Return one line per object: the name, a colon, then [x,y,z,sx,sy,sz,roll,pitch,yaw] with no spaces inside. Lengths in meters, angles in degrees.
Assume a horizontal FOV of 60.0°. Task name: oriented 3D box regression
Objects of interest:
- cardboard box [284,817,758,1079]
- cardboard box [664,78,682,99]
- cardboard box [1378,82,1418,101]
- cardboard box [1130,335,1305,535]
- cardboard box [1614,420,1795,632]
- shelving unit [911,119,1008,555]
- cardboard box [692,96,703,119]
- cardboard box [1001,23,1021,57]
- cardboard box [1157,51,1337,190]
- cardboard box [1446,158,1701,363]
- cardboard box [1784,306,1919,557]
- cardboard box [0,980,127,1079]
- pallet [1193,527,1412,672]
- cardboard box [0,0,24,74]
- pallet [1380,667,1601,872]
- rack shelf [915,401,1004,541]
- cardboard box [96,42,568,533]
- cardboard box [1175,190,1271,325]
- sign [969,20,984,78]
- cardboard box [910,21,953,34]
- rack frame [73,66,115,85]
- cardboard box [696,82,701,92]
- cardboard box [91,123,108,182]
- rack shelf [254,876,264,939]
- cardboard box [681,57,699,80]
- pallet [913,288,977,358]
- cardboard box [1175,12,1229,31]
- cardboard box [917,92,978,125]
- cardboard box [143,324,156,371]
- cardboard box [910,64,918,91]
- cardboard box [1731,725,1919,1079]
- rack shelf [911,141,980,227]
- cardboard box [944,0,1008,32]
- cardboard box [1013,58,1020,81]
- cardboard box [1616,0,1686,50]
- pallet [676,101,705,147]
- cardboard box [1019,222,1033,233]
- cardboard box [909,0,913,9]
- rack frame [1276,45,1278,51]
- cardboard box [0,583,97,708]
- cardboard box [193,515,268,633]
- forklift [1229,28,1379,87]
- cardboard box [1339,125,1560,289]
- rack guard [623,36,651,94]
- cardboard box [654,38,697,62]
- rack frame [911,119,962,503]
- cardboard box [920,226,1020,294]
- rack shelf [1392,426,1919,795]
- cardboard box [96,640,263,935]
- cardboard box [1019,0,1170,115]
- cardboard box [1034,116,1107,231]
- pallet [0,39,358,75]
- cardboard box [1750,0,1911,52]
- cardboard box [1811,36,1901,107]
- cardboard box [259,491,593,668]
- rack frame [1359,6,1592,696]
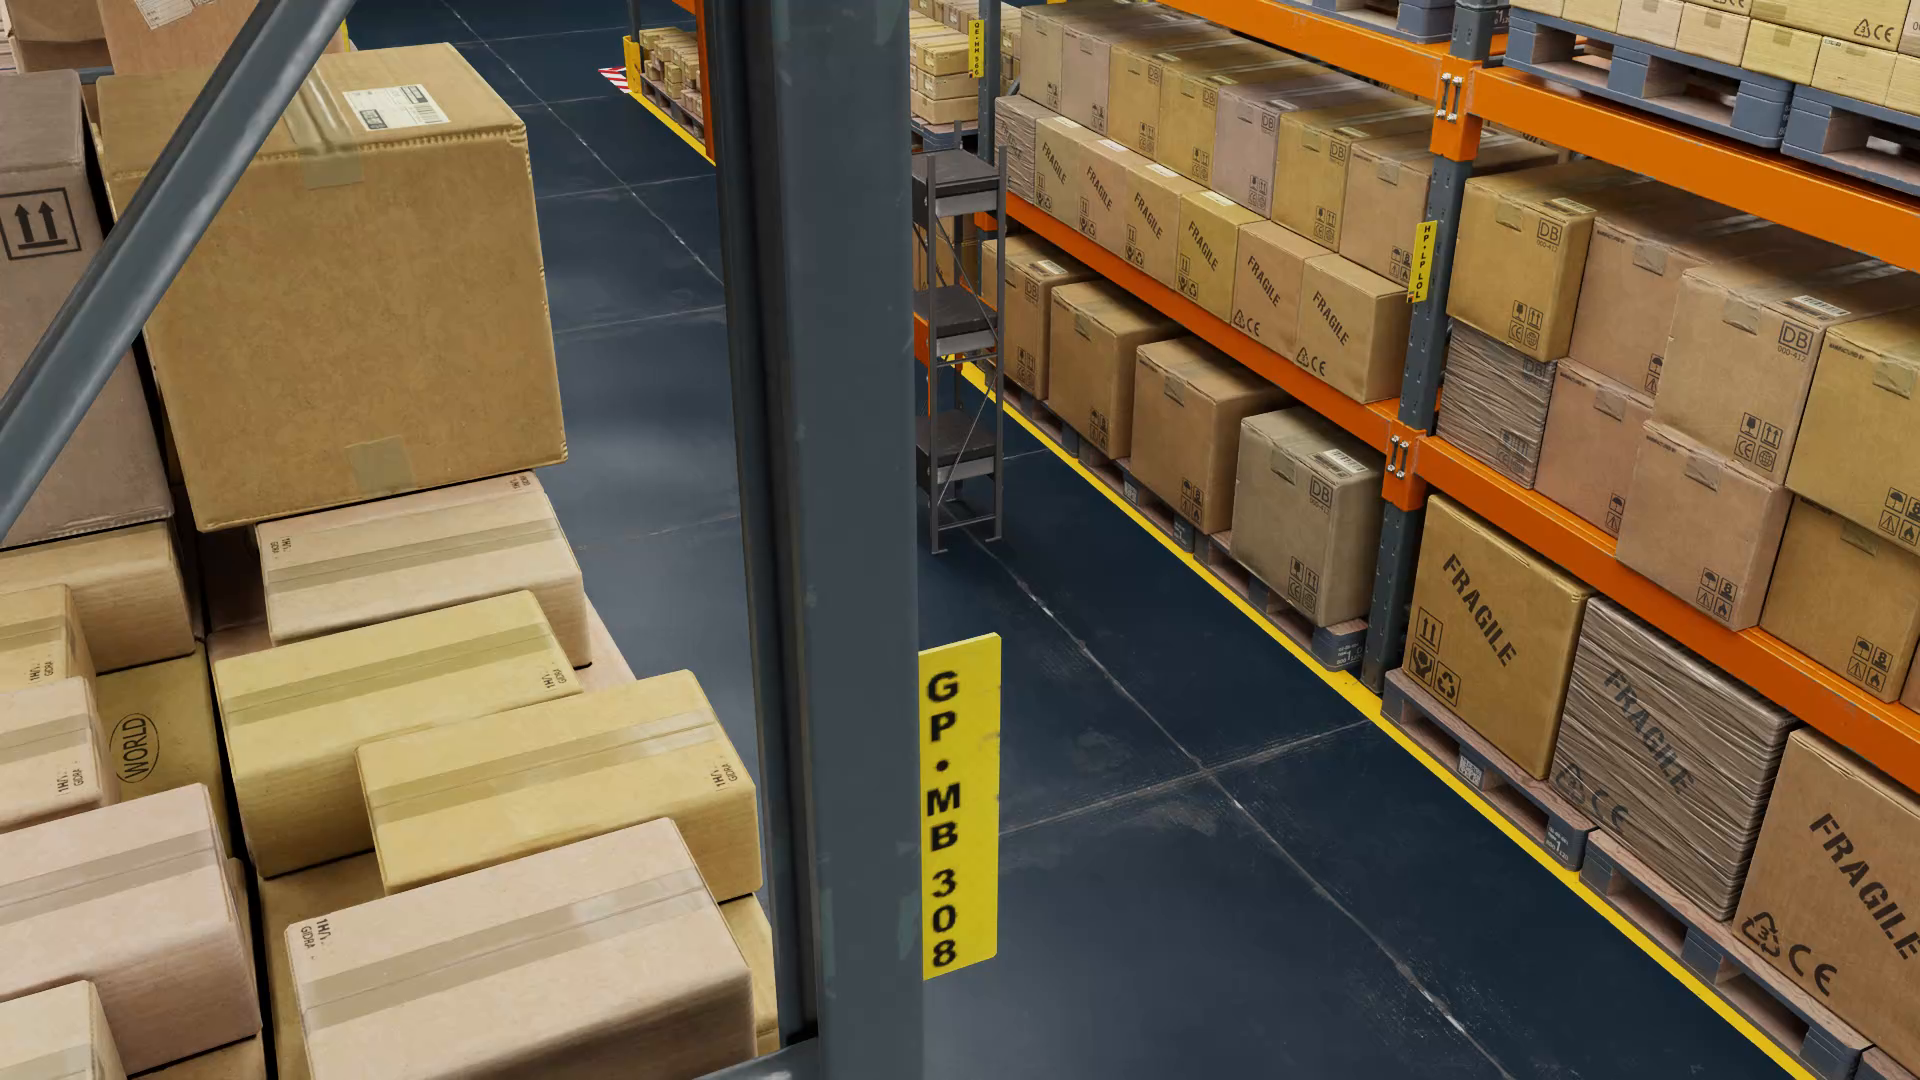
cardboard box: [-0.414,0.440,1.578,0.380,0.149,0.250,-13,32,-22]
cardboard box: [-2.605,-4.336,15.902,0.380,0.149,0.250,-13,32,-21]
cardboard box: [4.027,-3.957,14.483,0.875,0.875,0.875,-12,31,-21]
cardboard box: [1.543,-0.621,8.662,1.050,0.750,0.750,-13,32,-22]
cardboard box: [2.852,-0.141,5.781,0.875,0.550,0.550,-13,32,-22]
shelving unit: [-0.071,-0.989,8.367,0.431,2.100,0.503,-13,32,-22]
cardboard box: [-2.239,-3.999,15.299,0.380,0.149,0.250,-13,32,-22]
cardboard box: [0.443,-3.200,10.609,0.380,0.149,0.250,-14,32,-23]
cardboard box: [1.428,-2.108,8.319,0.700,0.500,0.500,-13,32,-22]
cardboard box: [2.428,-1.103,6.393,0.875,0.550,0.550,-13,32,-22]
cardboard box: [3.112,-0.385,5.112,0.875,0.550,0.500,-13,32,-22]
cardboard box: [-0.906,0.553,1.376,0.380,0.149,0.250,-13,32,-22]
pallet: [1.902,0.154,8.259,1.003,0.211,1.213,-13,32,-22]
cardboard box: [-2.716,-1.567,5.120,0.396,0.266,0.258,-12,31,-20]
pallet: [2.557,0.831,7.051,1.003,0.211,1.213,-13,32,-22]
rack shelf: [-0.071,-0.367,8.716,0.431,0.518,0.480,-13,32,-22]
cardboard box: [-0.898,-0.386,2.387,0.500,0.500,0.500,-13,32,-22]
cardboard box: [1.402,-1.402,8.080,0.500,0.500,0.500,-13,32,-21]
sign: [0.098,-2.856,9.674,0.100,0.325,0.005,-13,32,-22]
cardboard box: [-0.259,-3.185,10.581,0.380,0.149,0.250,-12,31,-20]
rack frame: [-2.222,-2.357,3.753,1.000,3.000,0.127,-13,32,-22]
cardboard box: [-2.240,-4.255,15.453,0.380,0.149,0.250,-11,31,-19]
cardboard box: [-2.185,-0.846,3.870,0.380,0.149,0.250,-15,32,-24]
rack shelf: [-1.363,0.149,3.087,1.077,0.370,4.000,-13,32,-22]
cardboard box: [-2.350,-4.357,15.331,0.380,0.149,0.250,-13,32,-21]
pallet: [0.250,-1.633,11.447,1.003,0.211,1.213,-13,32,-22]
cardboard box: [2.736,-5.116,16.997,0.875,0.438,0.875,-14,32,-23]
cardboard box: [-0.043,-2.699,10.324,0.380,0.149,0.250,-13,32,-21]
cardboard box: [-1.825,-0.276,3.262,0.500,0.250,0.500,-14,32,-24]
cardboard box: [-0.156,-2.948,10.463,0.380,0.149,0.250,-12,31,-20]
cardboard box: [3.288,1.099,5.465,0.875,0.875,0.875,-14,32,-23]
rack shelf: [-0.275,-3.074,11.900,1.077,0.370,4.000,-13,32,-22]
cardboard box: [0.110,-3.546,11.226,0.380,0.149,0.250,-12,31,-20]
cardboard box: [0.558,-2.963,10.491,0.380,0.149,0.250,-12,31,-20]
cardboard box: [2.369,-1.706,5.384,0.380,0.149,0.250,-13,32,-22]
pallet: [-1.981,-3.884,15.460,1.003,0.211,1.213,-13,32,-22]
cardboard box: [0.506,-2.280,11.108,0.500,0.250,0.500,-15,32,-24]
cardboard box: [-0.226,-3.892,11.843,0.380,0.149,0.250,-15,32,-24]
rack frame: [3.294,-5.355,15.233,1.000,3.000,0.127,-13,32,-22]
cardboard box: [-1.257,0.209,1.989,0.380,0.149,0.250,-13,32,-22]
cardboard box: [-0.914,0.070,2.644,0.500,0.250,0.500,-13,32,-22]
forklift: [2.537,-3.015,11.130,1.130,2.935,3.031,-15,33,-25]
cardboard box: [2.083,-1.435,7.118,0.700,0.500,0.500,-14,32,-23]
rack guard: [-2.818,-4.914,17.002,1.175,0.500,0.348,-13,32,-22]
cardboard box: [-2.713,-4.700,15.941,0.380,0.149,0.250,-13,32,-22]
rack frame: [-0.176,-1.097,8.559,0.400,2.100,0.015,-13,32,-22]
cardboard box: [0.065,-1.833,11.078,0.500,0.500,0.500,-13,32,-22]
rack shelf: [3.160,0.460,5.598,1.077,0.370,4.000,-13,32,-22]
cardboard box: [-1.158,0.404,2.049,0.500,0.250,0.500,-13,32,-22]
cardboard box: [0.767,-2.783,9.522,0.700,0.500,0.500,-13,32,-22]
cardboard box: [0.753,-2.069,9.270,0.500,0.500,0.500,-13,32,-22]
pallet: [-2.391,-1.262,5.059,1.213,0.211,1.003,-13,32,-22]
cardboard box: [2.693,-1.616,4.817,0.500,0.250,0.500,-13,32,-23]
cardboard box: [2.699,-1.368,4.782,0.380,0.149,0.250,-13,32,-22]
cardboard box: [-0.710,0.084,2.213,0.380,0.149,0.250,-12,31,-20]
rack frame: [2.301,-0.737,6.998,1.000,3.000,0.127,-13,32,-22]
